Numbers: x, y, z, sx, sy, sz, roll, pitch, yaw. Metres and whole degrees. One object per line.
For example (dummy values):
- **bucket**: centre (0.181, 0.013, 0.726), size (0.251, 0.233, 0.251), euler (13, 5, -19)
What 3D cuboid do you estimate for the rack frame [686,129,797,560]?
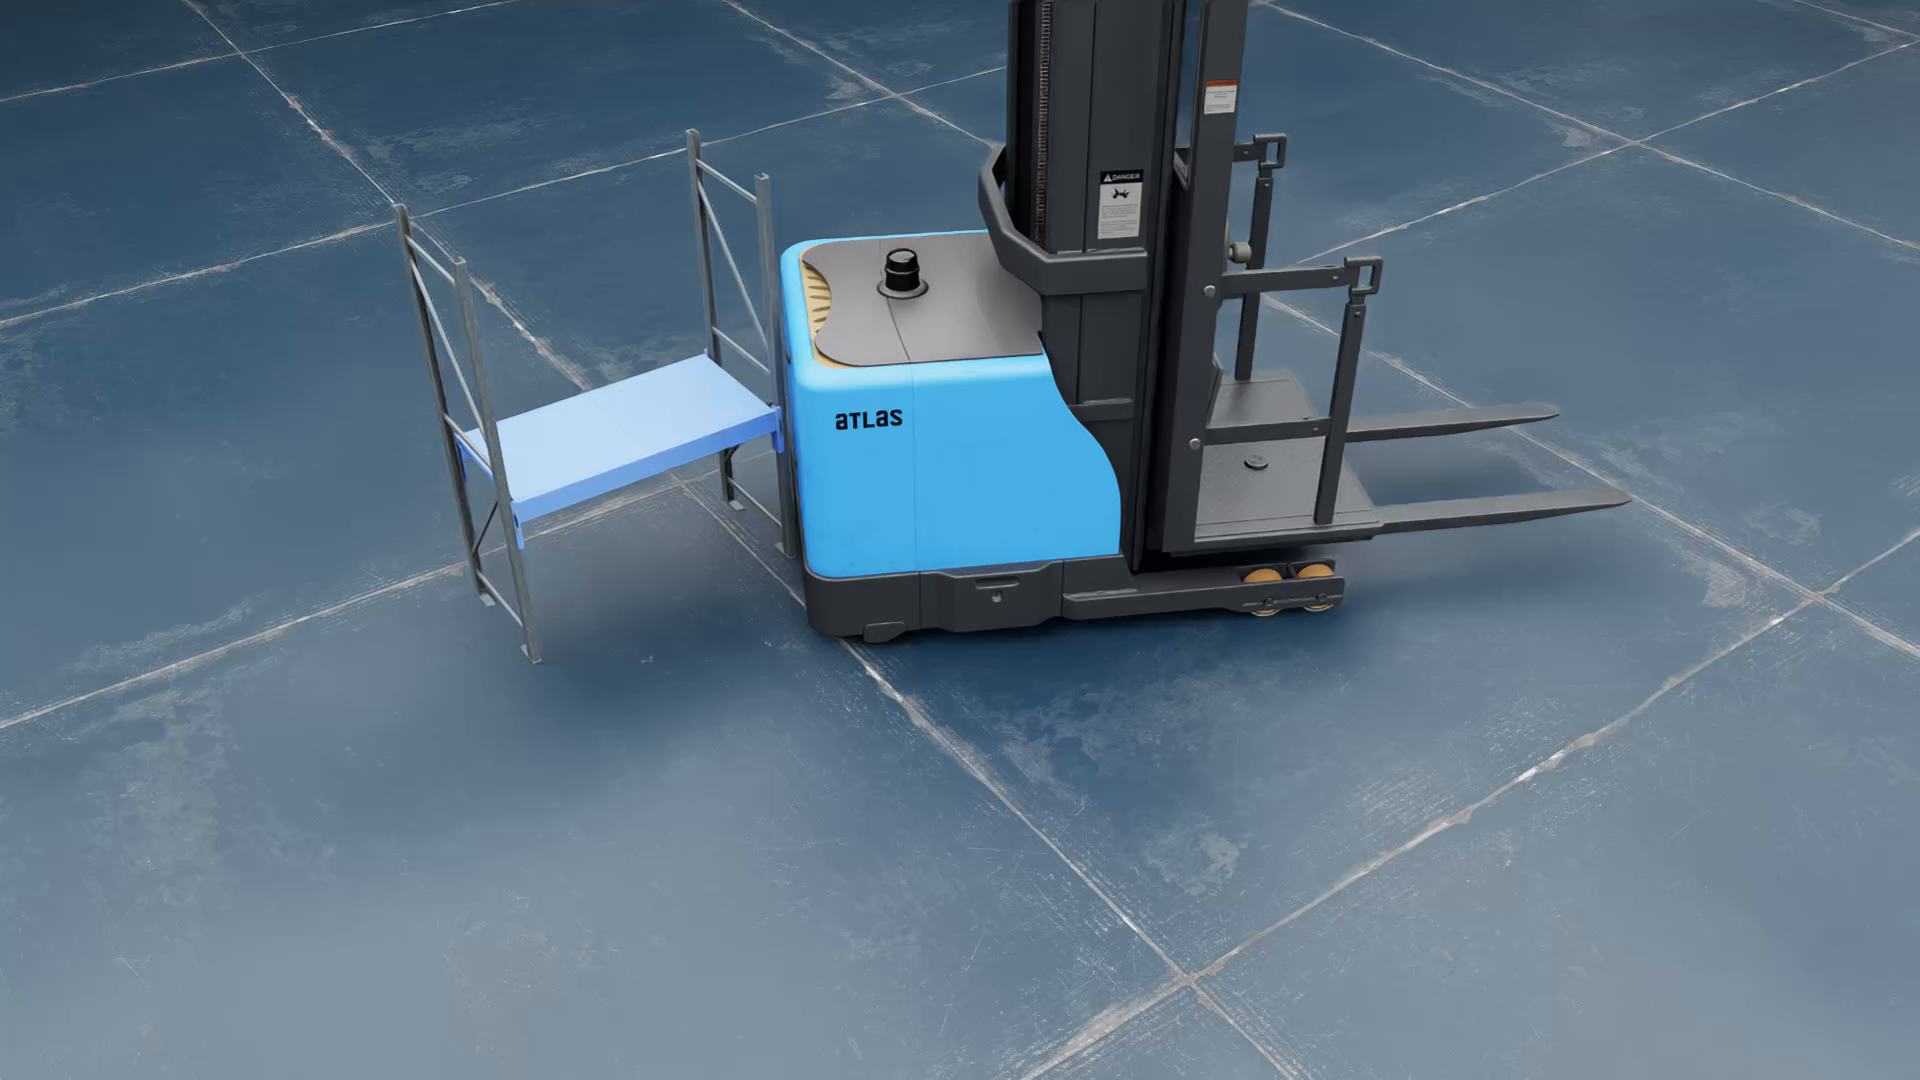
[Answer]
- **rack frame**: centre (-0.764, -0.656, 5.878), size (0.032, 1.500, 0.500), euler (-23, 42, -29)

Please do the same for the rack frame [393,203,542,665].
- **rack frame**: centre (-1.585, -0.306, 5.391), size (0.032, 1.500, 0.500), euler (-23, 42, -29)

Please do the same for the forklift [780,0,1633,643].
- **forklift**: centre (0.914, -1.223, 5.440), size (3.031, 2.935, 1.130), euler (-5, 36, -7)

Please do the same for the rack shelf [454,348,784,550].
- **rack shelf**: centre (-1.174, -0.335, 5.739), size (1.000, 0.185, 0.538), euler (-23, 42, -29)

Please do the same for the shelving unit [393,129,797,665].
- **shelving unit**: centre (-1.174, -0.481, 5.634), size (1.048, 1.500, 0.538), euler (-23, 42, -29)
